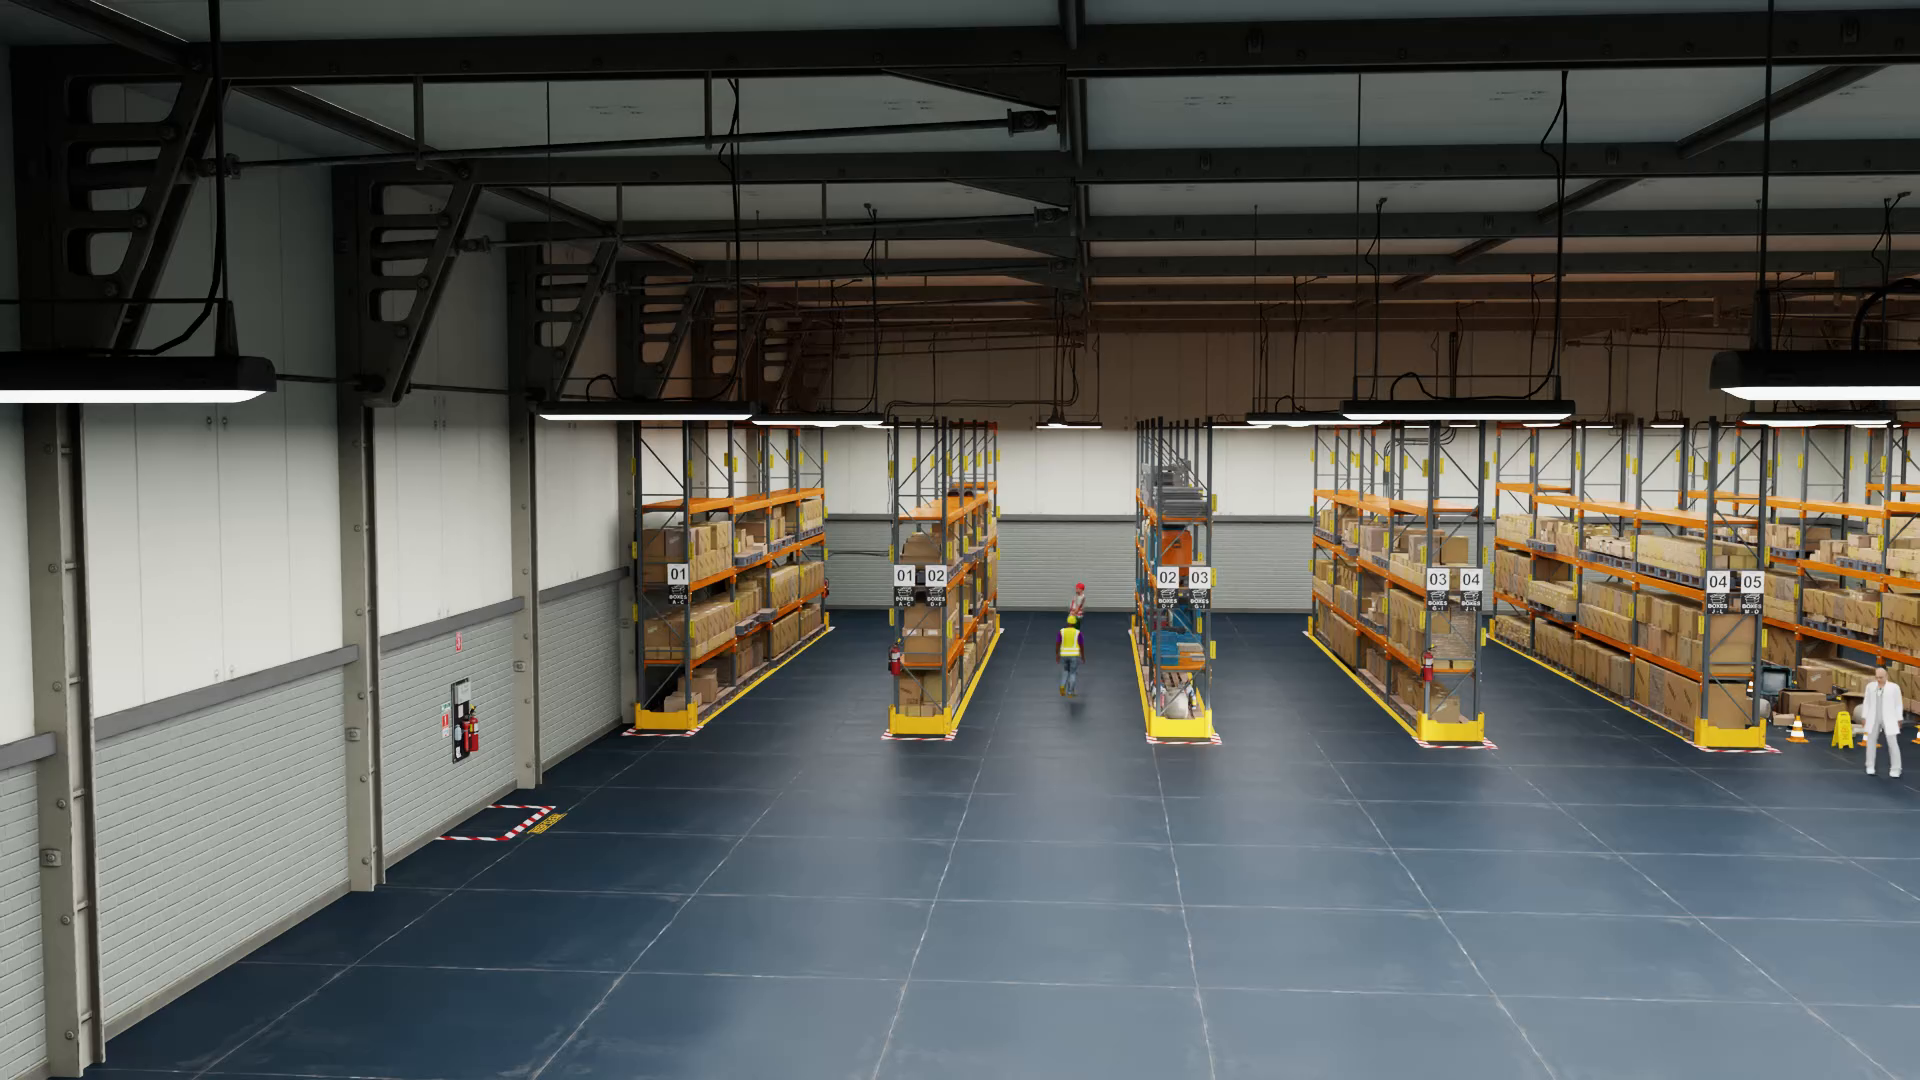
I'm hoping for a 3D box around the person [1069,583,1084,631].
[{"bbox_3d":[2.890,1.973,41.826,0.499,1.786,0.622,1,4,18],"label":"person"}]

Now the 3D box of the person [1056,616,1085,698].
[{"bbox_3d":[2.381,2.494,35.653,0.583,1.753,0.474,2,4,31],"label":"person"}]

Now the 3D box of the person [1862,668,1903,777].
[{"bbox_3d":[15.356,3.019,27.725,0.634,1.774,0.427,4,5,45],"label":"person"}]
